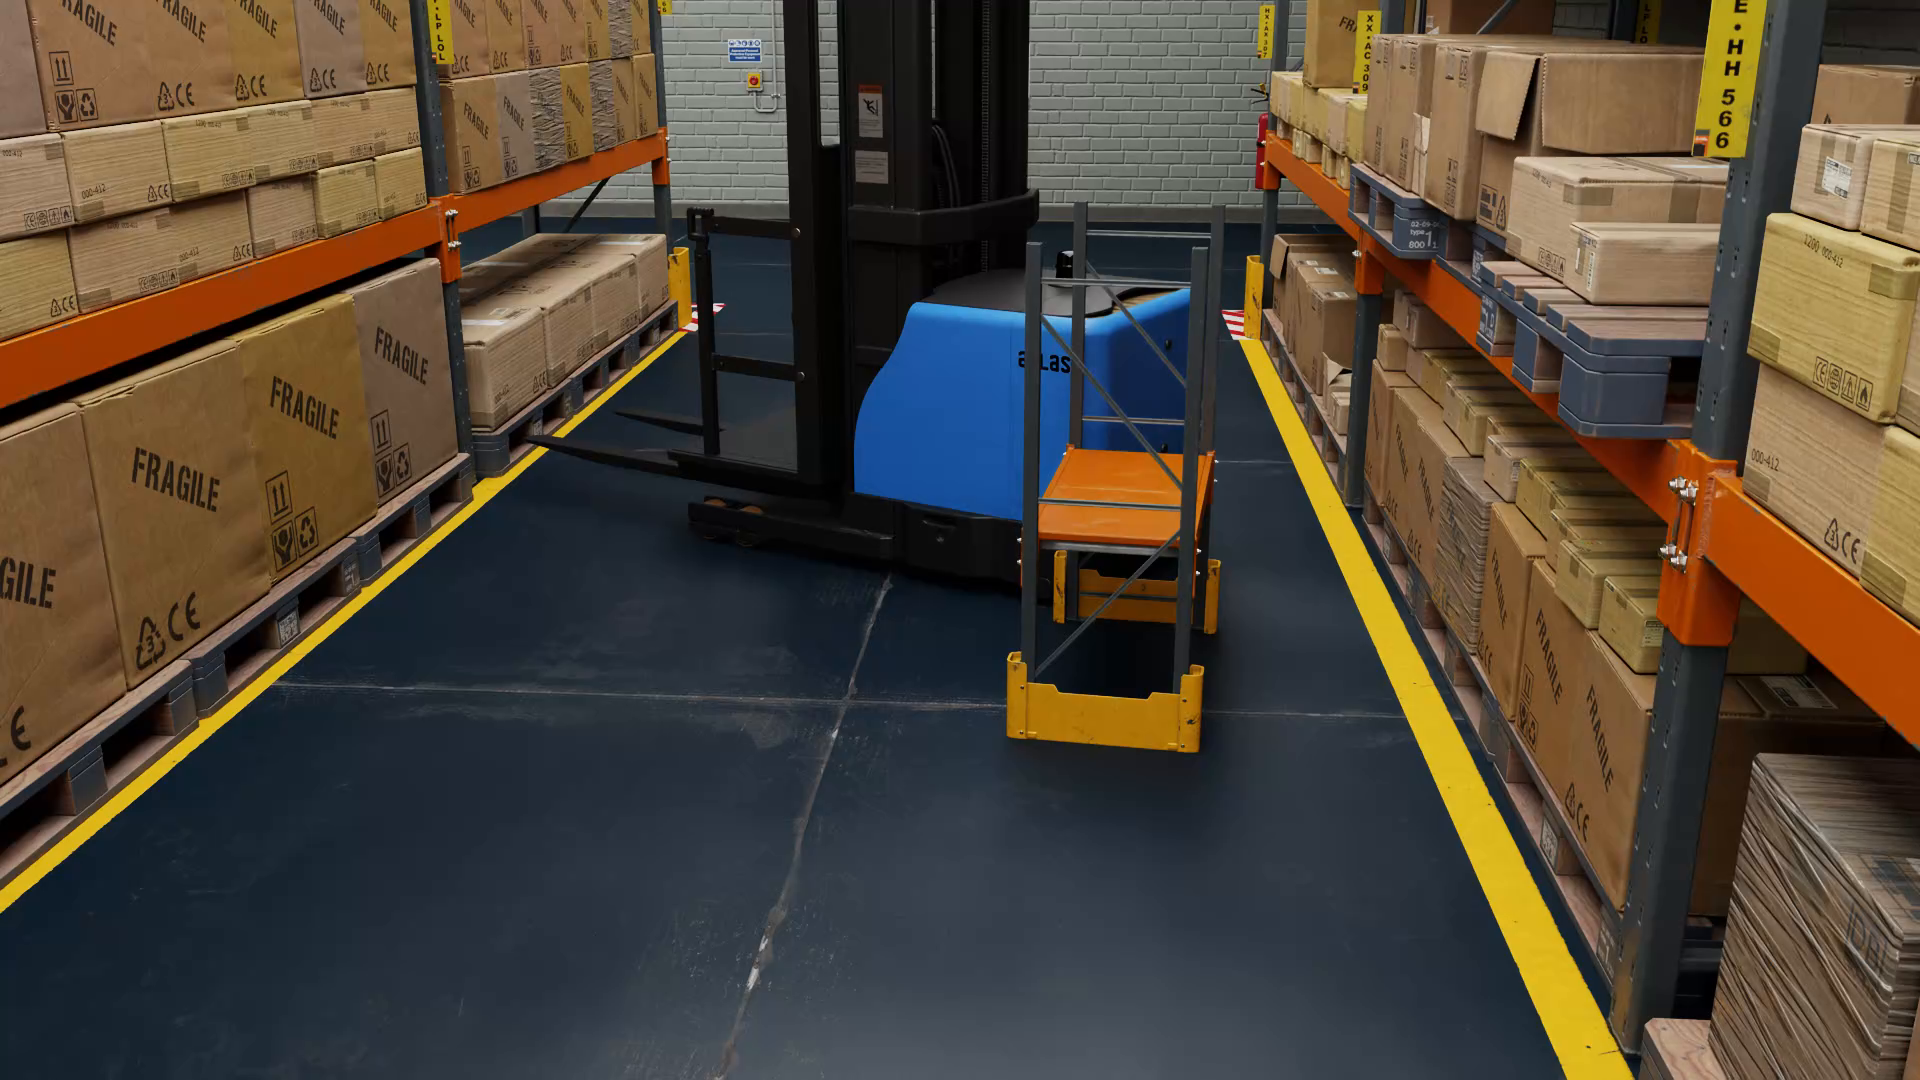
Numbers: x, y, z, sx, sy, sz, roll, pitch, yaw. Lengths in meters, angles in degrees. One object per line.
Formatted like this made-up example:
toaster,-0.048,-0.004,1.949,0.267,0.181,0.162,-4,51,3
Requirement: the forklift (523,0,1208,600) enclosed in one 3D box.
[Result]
forklift,-0.538,-1.493,6.773,3.031,2.935,1.130,11,21,29

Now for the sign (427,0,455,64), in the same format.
sign,-2.203,-2.183,7.034,0.100,0.325,0.005,1,18,4

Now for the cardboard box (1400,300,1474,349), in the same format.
cardboard box,1.945,-0.843,6.500,0.380,0.149,0.250,0,18,1

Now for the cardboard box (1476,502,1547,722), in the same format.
cardboard box,1.817,0.207,4.813,0.500,0.500,0.500,2,18,6

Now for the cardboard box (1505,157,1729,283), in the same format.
cardboard box,1.672,-0.790,4.084,0.500,0.250,0.500,0,18,1

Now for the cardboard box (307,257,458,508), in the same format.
cardboard box,-2.709,-0.675,6.902,0.875,0.875,0.875,2,18,6

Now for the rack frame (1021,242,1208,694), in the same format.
rack frame,0.431,-0.099,4.815,0.500,1.500,0.032,4,18,11

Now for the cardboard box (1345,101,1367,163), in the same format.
cardboard box,2.000,-1.803,7.372,0.500,0.250,0.500,2,18,5

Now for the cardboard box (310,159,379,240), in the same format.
cardboard box,-2.563,-1.305,6.328,0.500,0.250,0.500,1,18,3

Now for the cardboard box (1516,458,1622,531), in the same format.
cardboard box,1.836,-0.131,4.803,0.380,0.149,0.250,1,18,3

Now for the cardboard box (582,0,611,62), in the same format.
cardboard box,-2.302,-2.972,9.411,0.500,0.500,0.500,1,18,4

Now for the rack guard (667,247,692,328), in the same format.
rack guard,-2.456,-1.741,11.433,1.175,0.500,0.348,1,18,4

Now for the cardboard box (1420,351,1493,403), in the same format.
cardboard box,1.966,-0.616,6.284,0.380,0.149,0.250,0,18,1

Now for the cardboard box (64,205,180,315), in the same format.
cardboard box,-2.683,-0.835,4.893,0.500,0.250,0.500,2,18,6

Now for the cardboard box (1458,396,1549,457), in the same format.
cardboard box,1.884,-0.377,5.554,0.380,0.149,0.250,2,18,6

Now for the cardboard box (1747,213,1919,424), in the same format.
cardboard box,1.619,-0.362,2.647,0.500,0.250,0.500,1,18,4

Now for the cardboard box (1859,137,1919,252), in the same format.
cardboard box,1.585,-0.508,2.452,0.380,0.149,0.250,2,18,5

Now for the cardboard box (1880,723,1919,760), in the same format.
cardboard box,2.229,0.537,3.808,0.500,0.500,0.500,2,18,6

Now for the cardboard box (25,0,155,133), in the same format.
cardboard box,-2.674,-1.422,4.678,0.500,0.500,0.500,2,18,5

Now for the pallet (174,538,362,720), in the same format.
pallet,-2.810,0.267,5.768,1.003,0.211,1.213,1,18,4

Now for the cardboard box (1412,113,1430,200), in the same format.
cardboard box,1.724,-1.282,5.560,0.396,0.266,0.258,2,18,7

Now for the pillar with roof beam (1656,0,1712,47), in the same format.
pillar with roof beam,-1.139,-4.712,6.853,9.100,9.000,0.400,1,18,4

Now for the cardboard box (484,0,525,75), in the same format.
cardboard box,-2.427,-2.501,7.972,0.500,0.500,0.500,1,18,3

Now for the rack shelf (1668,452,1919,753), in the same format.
rack shelf,1.776,0.636,1.320,1.077,0.370,4.000,1,18,4

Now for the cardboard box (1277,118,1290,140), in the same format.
cardboard box,2.196,-2.596,10.433,0.380,0.149,0.250,1,18,3

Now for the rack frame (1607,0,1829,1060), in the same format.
rack frame,1.920,-0.327,3.104,1.000,3.000,0.127,1,18,4

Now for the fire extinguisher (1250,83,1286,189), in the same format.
fire extinguisher,2.043,-2.654,10.928,0.296,0.674,0.183,1,18,4

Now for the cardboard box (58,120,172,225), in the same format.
cardboard box,-2.663,-1.070,4.809,0.500,0.250,0.500,1,18,4

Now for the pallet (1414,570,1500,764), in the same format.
pallet,2.101,0.389,5.397,1.003,0.211,1.213,1,18,4

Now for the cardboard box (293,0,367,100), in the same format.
cardboard box,-2.556,-1.896,6.127,0.500,0.500,0.500,2,18,5

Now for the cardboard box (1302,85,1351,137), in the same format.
cardboard box,2.108,-2.274,8.807,0.500,0.250,0.500,1,18,2

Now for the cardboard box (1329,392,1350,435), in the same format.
cardboard box,1.953,-0.594,7.822,0.380,0.149,0.250,1,18,2

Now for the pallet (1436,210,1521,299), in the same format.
pallet,2.055,-0.840,4.978,1.003,0.211,1.213,1,18,4

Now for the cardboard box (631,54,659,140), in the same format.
cardboard box,-2.229,-2.813,10.531,0.500,0.500,0.500,1,18,4

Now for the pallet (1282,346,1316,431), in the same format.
pallet,2.341,-0.837,9.140,1.003,0.211,1.213,1,18,4

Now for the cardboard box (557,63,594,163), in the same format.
cardboard box,-2.331,-2.337,9.077,0.500,0.500,0.500,2,18,6

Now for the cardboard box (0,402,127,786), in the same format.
cardboard box,-2.899,0.161,4.353,0.875,0.875,0.875,1,18,3

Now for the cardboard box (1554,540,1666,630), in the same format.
cardboard box,1.691,0.108,4.073,0.380,0.149,0.250,0,18,1

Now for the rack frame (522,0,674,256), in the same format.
rack frame,-2.458,-2.921,11.021,1.000,3.000,0.127,1,18,4

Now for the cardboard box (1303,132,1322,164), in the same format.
cardboard box,2.056,-2.115,8.964,0.380,0.149,0.250,2,18,5

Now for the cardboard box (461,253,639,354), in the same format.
cardboard box,-2.463,-1.412,9.855,0.875,0.438,0.875,2,18,5

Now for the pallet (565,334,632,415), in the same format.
pallet,-2.527,-0.968,9.539,1.003,0.211,1.213,1,18,4

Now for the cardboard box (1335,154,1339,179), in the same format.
cardboard box,2.015,-1.798,7.997,0.380,0.149,0.250,2,18,5

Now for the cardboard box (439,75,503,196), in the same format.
cardboard box,-2.450,-1.866,7.641,0.500,0.500,0.500,2,18,6

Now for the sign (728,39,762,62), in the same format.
sign,-2.121,-4.822,16.387,0.327,0.218,0.001,1,18,4

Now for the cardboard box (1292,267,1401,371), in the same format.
cardboard box,2.117,-1.209,9.135,0.500,0.500,0.500,2,18,5

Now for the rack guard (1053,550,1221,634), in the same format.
rack guard,0.630,0.185,5.956,0.587,0.250,0.087,4,18,11

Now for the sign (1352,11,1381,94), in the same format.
sign,1.665,-1.991,6.790,0.100,0.325,0.005,1,18,4

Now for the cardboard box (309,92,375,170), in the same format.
cardboard box,-2.562,-1.548,6.267,0.500,0.250,0.500,2,18,5

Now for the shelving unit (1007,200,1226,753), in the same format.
shelving unit,0.532,-0.257,5.298,0.587,1.500,1.083,4,18,11

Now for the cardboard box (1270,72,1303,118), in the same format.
cardboard box,2.192,-2.747,10.252,0.500,0.250,0.500,1,18,4

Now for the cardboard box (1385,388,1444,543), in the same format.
cardboard box,1.919,-0.270,6.271,0.500,0.500,0.500,1,18,3
